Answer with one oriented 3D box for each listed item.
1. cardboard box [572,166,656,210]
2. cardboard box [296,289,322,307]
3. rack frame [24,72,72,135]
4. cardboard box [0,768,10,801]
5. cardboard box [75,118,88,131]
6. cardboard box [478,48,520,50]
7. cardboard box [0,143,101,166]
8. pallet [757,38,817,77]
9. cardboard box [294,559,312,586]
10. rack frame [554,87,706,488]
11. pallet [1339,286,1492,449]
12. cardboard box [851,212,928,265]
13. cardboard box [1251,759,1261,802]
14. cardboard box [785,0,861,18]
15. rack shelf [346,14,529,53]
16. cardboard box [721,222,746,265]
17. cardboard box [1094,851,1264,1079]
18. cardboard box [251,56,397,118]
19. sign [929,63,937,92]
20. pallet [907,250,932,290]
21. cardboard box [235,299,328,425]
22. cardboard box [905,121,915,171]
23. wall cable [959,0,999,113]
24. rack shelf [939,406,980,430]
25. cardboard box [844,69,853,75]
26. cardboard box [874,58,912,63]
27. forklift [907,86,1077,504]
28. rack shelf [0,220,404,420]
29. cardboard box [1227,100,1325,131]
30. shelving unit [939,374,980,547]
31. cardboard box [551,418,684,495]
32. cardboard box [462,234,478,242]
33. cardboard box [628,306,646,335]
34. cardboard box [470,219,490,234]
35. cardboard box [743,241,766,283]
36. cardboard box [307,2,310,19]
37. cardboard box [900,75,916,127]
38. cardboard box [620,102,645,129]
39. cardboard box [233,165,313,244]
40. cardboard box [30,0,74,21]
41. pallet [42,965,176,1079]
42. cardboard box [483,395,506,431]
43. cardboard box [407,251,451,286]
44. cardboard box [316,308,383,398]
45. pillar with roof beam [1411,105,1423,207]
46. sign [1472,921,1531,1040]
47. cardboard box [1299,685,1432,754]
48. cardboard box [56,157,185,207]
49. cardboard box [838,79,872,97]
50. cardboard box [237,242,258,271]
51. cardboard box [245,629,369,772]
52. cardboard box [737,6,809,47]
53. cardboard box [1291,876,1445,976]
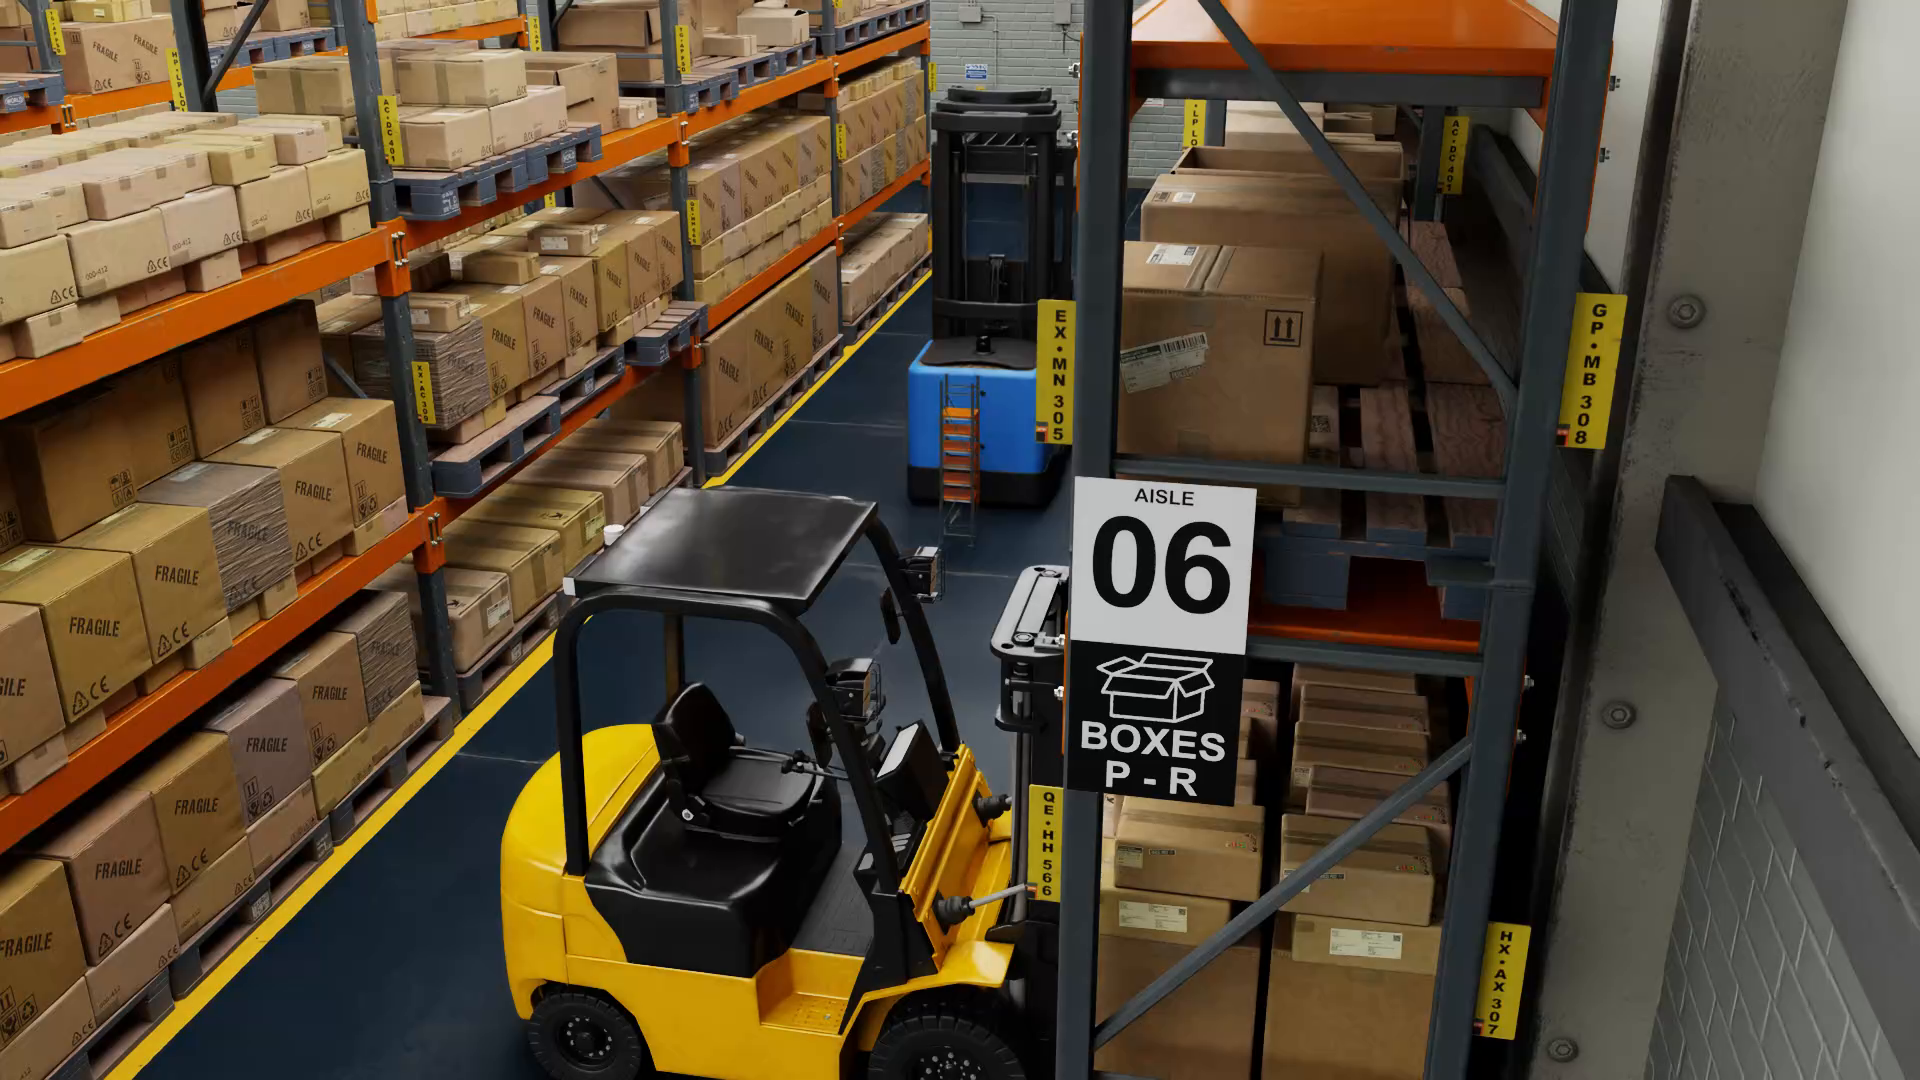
[{"bbox_3d":[-2.632,-2.577,12.765,0.500,0.500,0.500,4,22,9],"label":"cardboard box"},{"bbox_3d":[-6.541,-2.219,16.131,0.500,0.500,0.500,4,22,10],"label":"cardboard box"},{"bbox_3d":[-7.348,-2.198,13.296,1.000,3.000,0.127,4,22,11],"label":"rack frame"},{"bbox_3d":[-3.671,0.892,5.960,0.380,0.149,0.250,4,22,9],"label":"cardboard box"},{"bbox_3d":[-10.699,-4.847,19.677,0.500,0.250,0.500,4,22,11],"label":"cardboard box"},{"bbox_3d":[-5.565,-5.586,19.837,0.500,0.500,0.500,4,22,10],"label":"cardboard box"},{"bbox_3d":[-3.849,-1.567,6.984,0.380,0.149,0.250,4,22,9],"label":"cardboard box"},{"bbox_3d":[-1.804,-4.284,14.717,0.805,0.209,1.217,4,22,9],"label":"pallet"},{"bbox_3d":[-3.303,0.134,7.843,0.380,0.149,0.250,4,22,10],"label":"cardboard box"},{"bbox_3d":[-2.481,-1.858,12.451,1.000,3.000,0.127,4,22,11],"label":"rack frame"},{"bbox_3d":[1.163,-0.609,5.455,1.003,0.211,1.213,4,22,11],"label":"pallet"},{"bbox_3d":[-0.886,-3.541,19.498,0.875,0.438,0.875,4,22,9],"label":"cardboard box"},{"bbox_3d":[0.740,0.674,5.163,0.380,0.149,0.250,4,22,11],"label":"cardboard box"},{"bbox_3d":[-1.421,-5.497,16.637,0.797,0.503,0.637,6,23,15],"label":"cardboard box"},{"bbox_3d":[-6.123,-5.450,18.319,1.077,0.370,4.000,4,22,11],"label":"rack shelf"},{"bbox_3d":[-2.030,-2.375,13.268,0.500,0.250,0.500,5,22,12],"label":"cardboard box"},{"bbox_3d":[0.590,1.199,4.728,0.500,0.500,0.500,4,22,10],"label":"cardboard box"},{"bbox_3d":[-3.304,-2.365,8.665,0.500,0.250,0.500,5,22,12],"label":"cardboard box"},{"bbox_3d":[-0.320,-5.384,19.340,0.100,0.325,0.005,4,22,11],"label":"sign"},{"bbox_3d":[-0.935,-3.192,19.496,1.003,0.211,1.213,4,22,11],"label":"pallet"},{"bbox_3d":[-3.599,-0.899,8.199,0.700,0.500,0.500,4,22,10],"label":"cardboard box"},{"bbox_3d":[-0.805,-4.451,18.756,0.500,0.500,0.500,4,22,10],"label":"cardboard box"},{"bbox_3d":[0.279,-7.333,24.645,0.585,1.953,0.123,4,22,11],"label":"wall cable"},{"bbox_3d":[-0.003,-0.844,11.498,0.258,0.103,0.180,4,22,11],"label":"rack shelf"},{"bbox_3d":[-1.379,-5.100,18.162,0.380,0.149,0.250,5,22,11],"label":"cardboard box"},{"bbox_3d":[-0.754,-5.353,18.790,0.380,0.149,0.250,5,22,12],"label":"cardboard box"},{"bbox_3d":[0.366,-2.141,13.246,1.130,2.935,3.031,4,22,9],"label":"forklift"},{"bbox_3d":[-3.706,-0.721,6.576,1.077,0.370,4.000,4,22,11],"label":"rack shelf"},{"bbox_3d":[1.628,-2.173,8.642,0.500,0.311,0.500,4,22,9],"label":"cardboard box"},{"bbox_3d":[-0.003,-0.551,11.616,0.258,1.200,0.189,4,22,11],"label":"shelving unit"},{"bbox_3d":[-2.606,-0.628,12.352,0.950,0.372,0.625,3,22,7],"label":"cardboard box"},{"bbox_3d":[-5.811,-3.447,19.252,0.380,0.149,0.250,6,23,14],"label":"cardboard box"},{"bbox_3d":[-2.368,-1.508,11.356,0.380,0.149,0.250,3,22,8],"label":"cardboard box"},{"bbox_3d":[-5.726,-3.675,19.421,0.380,0.149,0.250,5,23,13],"label":"cardboard box"},{"bbox_3d":[-1.935,-2.328,13.821,0.500,0.250,0.500,5,23,13],"label":"cardboard box"},{"bbox_3d":[-6.686,-5.403,16.770,0.500,0.250,0.500,3,22,8],"label":"cardboard box"},{"bbox_3d":[-0.792,-4.906,18.547,0.500,0.500,0.500,5,22,11],"label":"cardboard box"},{"bbox_3d":[-2.383,-2.910,11.384,0.380,0.149,0.250,4,22,11],"label":"cardboard box"},{"bbox_3d":[-3.226,-1.488,7.320,0.500,0.250,0.500,4,22,10],"label":"cardboard box"},{"bbox_3d":[-7.430,-4.347,13.459,0.396,0.266,0.258,4,22,11],"label":"cardboard box"},{"bbox_3d":[-3.898,2.039,6.507,1.003,0.211,1.213,4,22,11],"label":"pallet"},{"bbox_3d":[-2.816,-0.742,9.454,0.380,0.149,0.250,5,22,12],"label":"cardboard box"},{"bbox_3d":[-3.263,-1.616,9.888,0.380,0.149,0.250,4,22,9],"label":"cardboard box"},{"bbox_3d":[-3.428,-0.960,9.129,0.500,0.500,0.500,4,22,10],"label":"cardboard box"},{"bbox_3d":[0.005,-6.240,15.303,9.100,9.000,0.400,4,22,11],"label":"pillar with roof beam"},{"bbox_3d":[1.288,1.051,3.963,0.100,0.325,0.005,4,22,11],"label":"sign"},{"bbox_3d":[1.216,0.573,5.015,0.380,0.149,0.250,5,22,11],"label":"cardboard box"},{"bbox_3d":[-3.347,-1.427,6.636,0.380,0.149,0.250,5,22,12],"label":"cardboard box"},{"bbox_3d":[-1.106,-4.600,16.920,0.380,0.149,0.250,4,22,9],"label":"cardboard box"},{"bbox_3d":[-3.328,-1.261,7.290,0.380,0.149,0.250,4,22,9],"label":"cardboard box"},{"bbox_3d":[-3.257,0.761,8.063,0.500,0.500,0.500,5,22,12],"label":"cardboard box"},{"bbox_3d":[-1.639,-4.527,14.621,0.500,0.311,0.500,4,22,11],"label":"cardboard box"},{"bbox_3d":[1.070,0.994,4.369,0.380,0.149,0.250,4,22,10],"label":"cardboard box"}]
